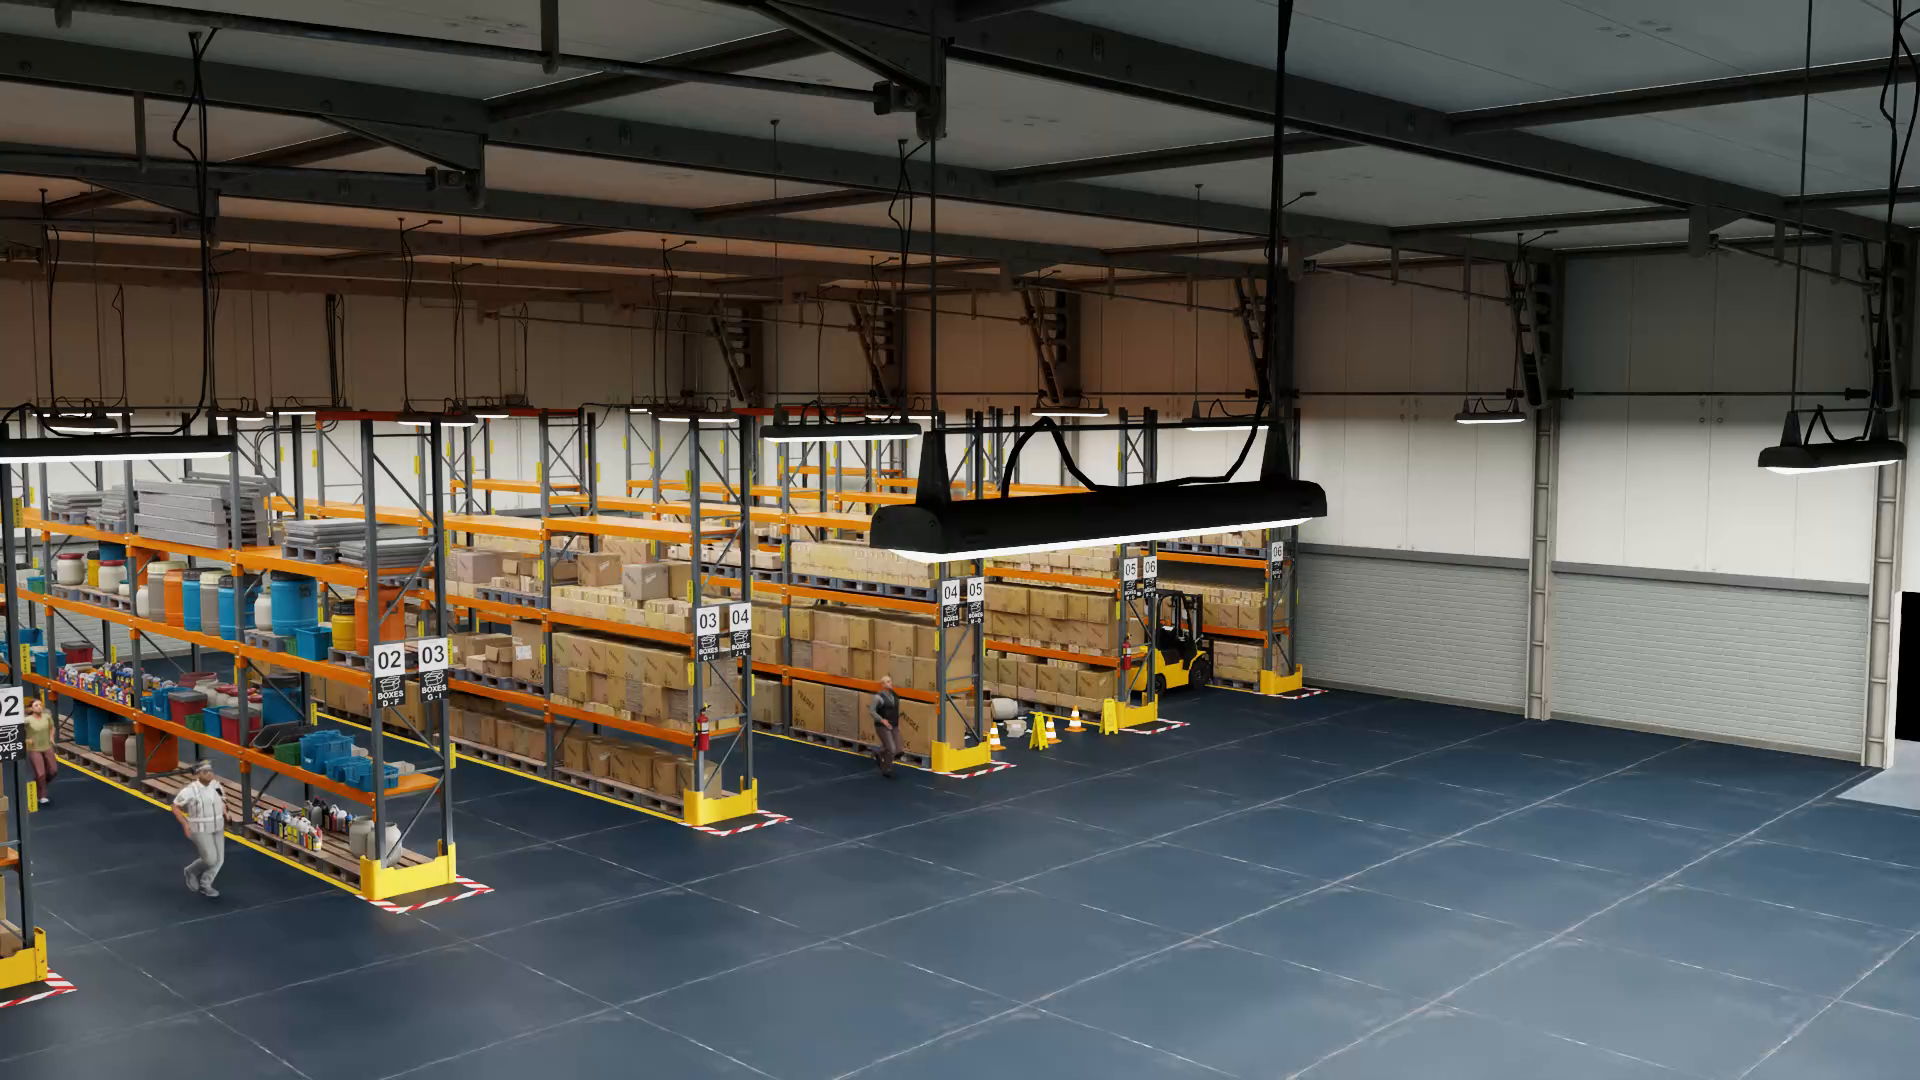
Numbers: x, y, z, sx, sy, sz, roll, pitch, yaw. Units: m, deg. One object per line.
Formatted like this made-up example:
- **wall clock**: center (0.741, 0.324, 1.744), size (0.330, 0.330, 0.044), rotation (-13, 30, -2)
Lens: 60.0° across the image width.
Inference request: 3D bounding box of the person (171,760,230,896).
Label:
- **person**: center (-9.434, 3.616, 20.859), size (0.593, 1.742, 0.665), rotation (3, 6, 30)

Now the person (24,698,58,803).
- **person**: center (-14.224, 3.244, 25.684), size (0.562, 1.620, 0.577), rotation (4, 7, 40)

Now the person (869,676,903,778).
- **person**: center (-1.232, 3.067, 27.389), size (0.610, 1.670, 0.677), rotation (4, 7, 41)
